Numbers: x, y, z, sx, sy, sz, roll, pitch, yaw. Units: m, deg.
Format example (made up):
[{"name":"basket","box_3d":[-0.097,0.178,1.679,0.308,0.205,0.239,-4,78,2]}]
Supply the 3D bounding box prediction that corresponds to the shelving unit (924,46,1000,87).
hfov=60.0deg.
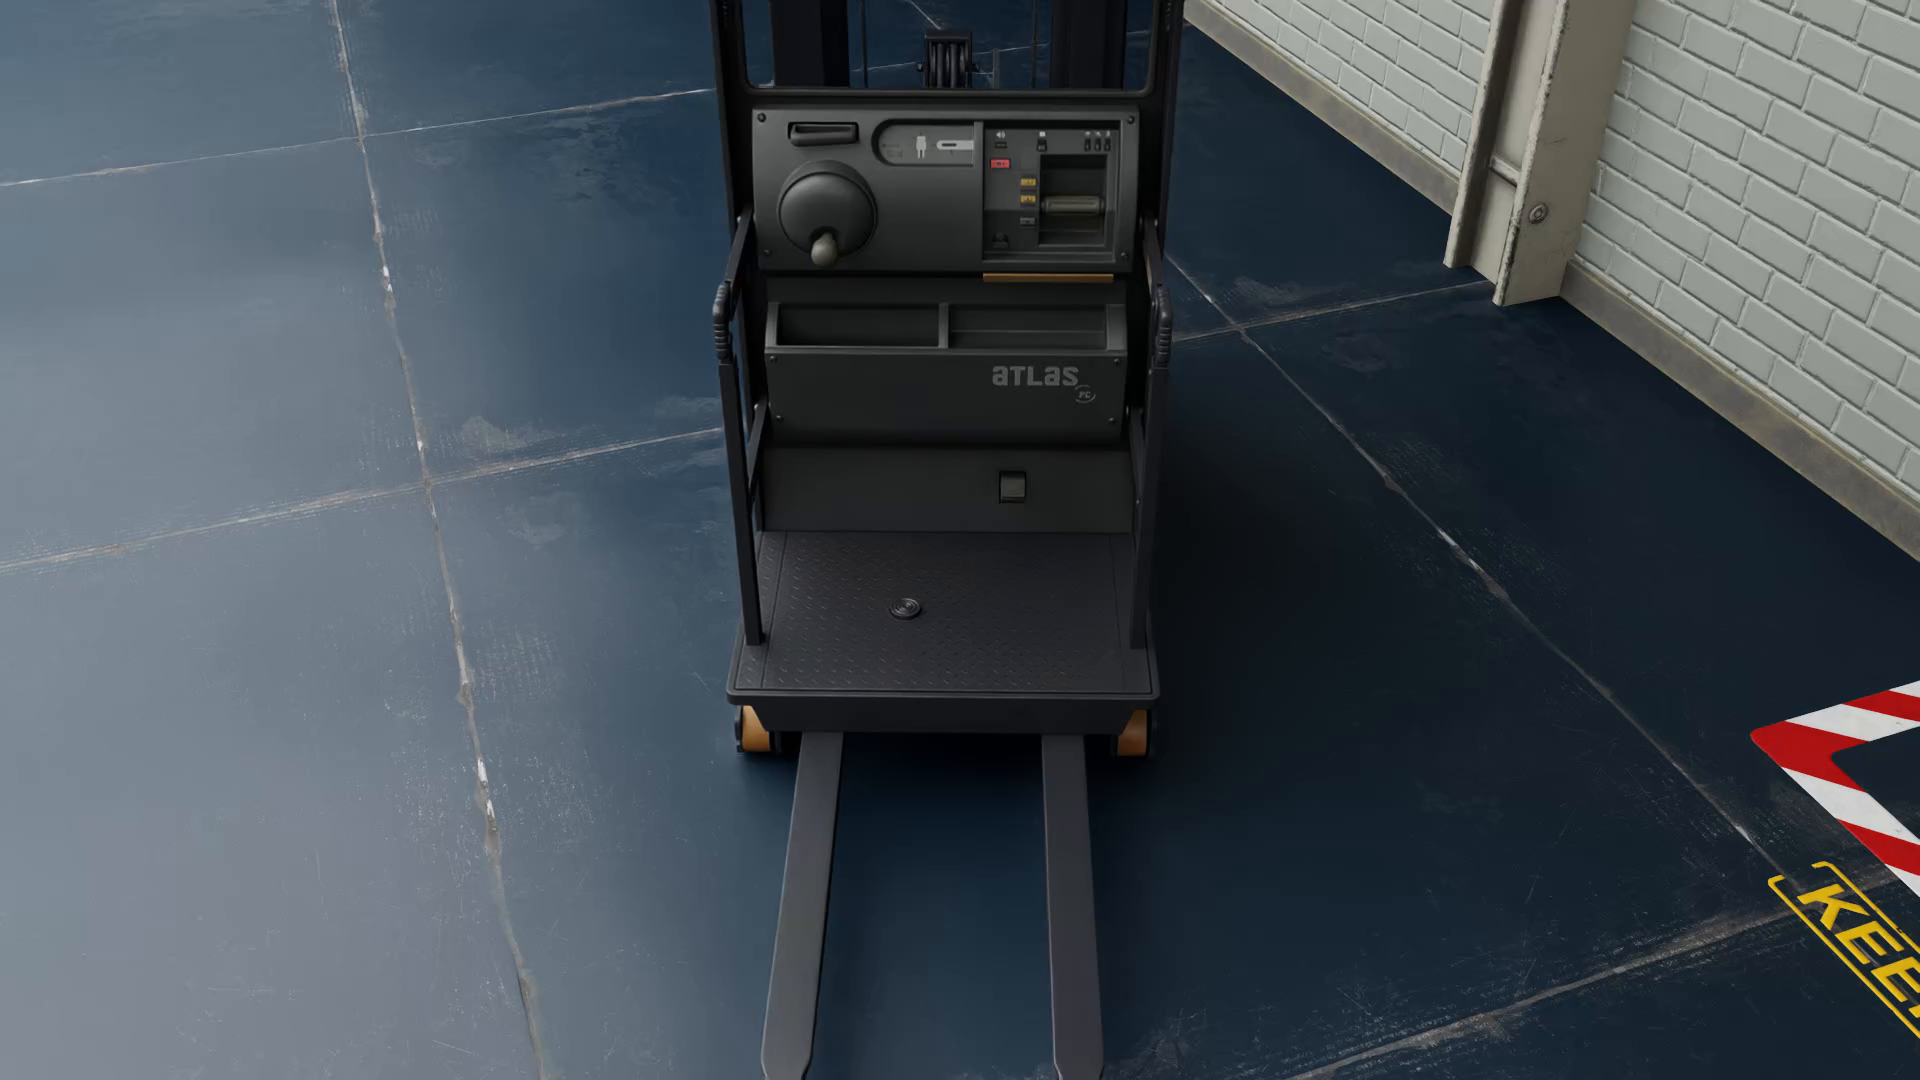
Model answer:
[{"name":"shelving unit","box_3d":[0.007,-1.061,5.662,0.258,1.200,0.189,1,37,1]}]

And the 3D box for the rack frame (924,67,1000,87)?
[{"name":"rack frame","box_3d":[0.006,-1.006,5.589,0.240,1.200,0.006,1,37,1]}]

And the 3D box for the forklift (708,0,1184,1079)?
[{"name":"forklift","box_3d":[-0.036,-0.782,3.852,1.130,2.935,3.031,1,37,1]}]

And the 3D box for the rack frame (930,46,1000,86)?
[{"name":"rack frame","box_3d":[0.009,-1.117,5.735,0.240,1.200,0.006,1,37,1]}]

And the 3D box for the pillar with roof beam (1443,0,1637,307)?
[{"name":"pillar with roof beam","box_3d":[-1.871,-3.751,2.751,9.100,9.000,0.400,-12,39,-16]}]
